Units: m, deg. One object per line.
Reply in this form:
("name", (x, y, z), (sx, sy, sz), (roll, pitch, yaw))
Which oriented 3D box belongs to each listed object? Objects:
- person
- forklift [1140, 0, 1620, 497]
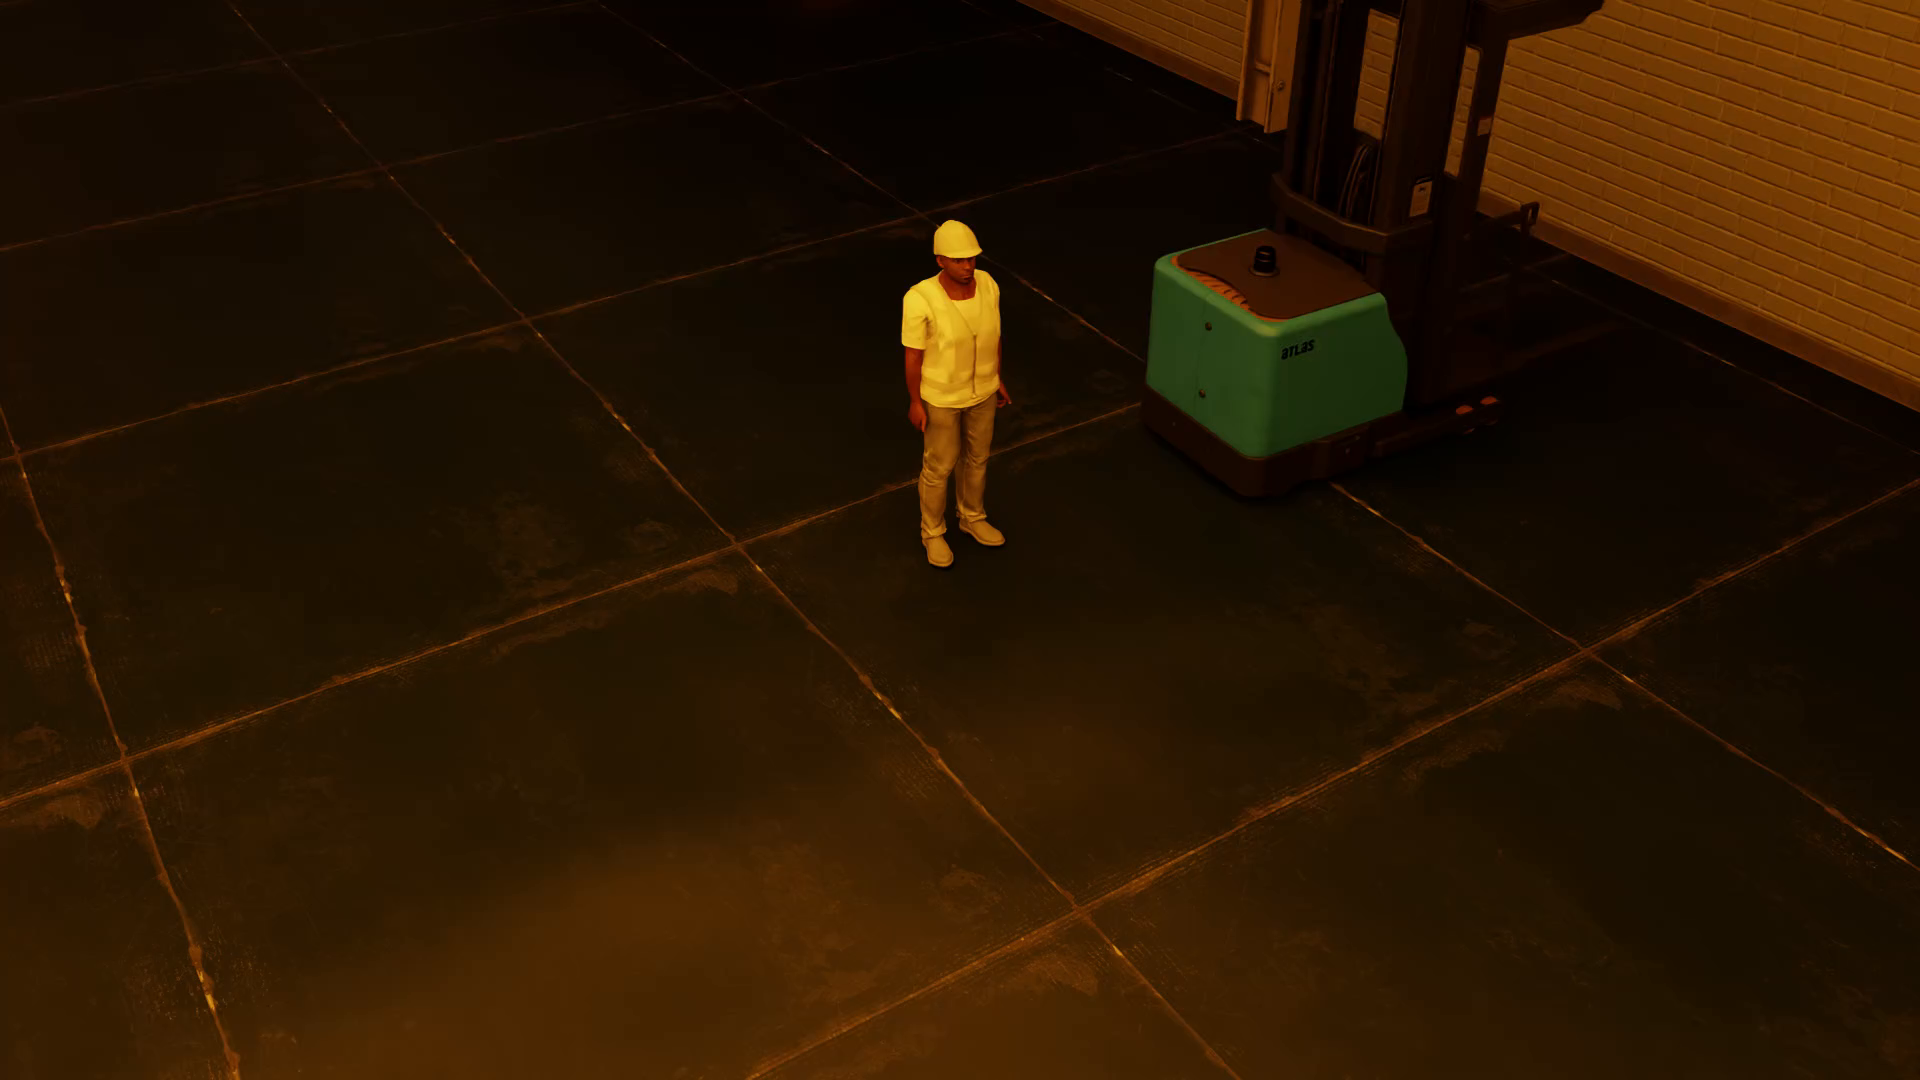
("person", (0.002, -0.723, 8.192), (0.556, 1.770, 0.394), (-21, 40, -27))
("forklift", (2.570, -2.048, 9.063), (3.031, 2.935, 1.130), (-19, 39, -25))
